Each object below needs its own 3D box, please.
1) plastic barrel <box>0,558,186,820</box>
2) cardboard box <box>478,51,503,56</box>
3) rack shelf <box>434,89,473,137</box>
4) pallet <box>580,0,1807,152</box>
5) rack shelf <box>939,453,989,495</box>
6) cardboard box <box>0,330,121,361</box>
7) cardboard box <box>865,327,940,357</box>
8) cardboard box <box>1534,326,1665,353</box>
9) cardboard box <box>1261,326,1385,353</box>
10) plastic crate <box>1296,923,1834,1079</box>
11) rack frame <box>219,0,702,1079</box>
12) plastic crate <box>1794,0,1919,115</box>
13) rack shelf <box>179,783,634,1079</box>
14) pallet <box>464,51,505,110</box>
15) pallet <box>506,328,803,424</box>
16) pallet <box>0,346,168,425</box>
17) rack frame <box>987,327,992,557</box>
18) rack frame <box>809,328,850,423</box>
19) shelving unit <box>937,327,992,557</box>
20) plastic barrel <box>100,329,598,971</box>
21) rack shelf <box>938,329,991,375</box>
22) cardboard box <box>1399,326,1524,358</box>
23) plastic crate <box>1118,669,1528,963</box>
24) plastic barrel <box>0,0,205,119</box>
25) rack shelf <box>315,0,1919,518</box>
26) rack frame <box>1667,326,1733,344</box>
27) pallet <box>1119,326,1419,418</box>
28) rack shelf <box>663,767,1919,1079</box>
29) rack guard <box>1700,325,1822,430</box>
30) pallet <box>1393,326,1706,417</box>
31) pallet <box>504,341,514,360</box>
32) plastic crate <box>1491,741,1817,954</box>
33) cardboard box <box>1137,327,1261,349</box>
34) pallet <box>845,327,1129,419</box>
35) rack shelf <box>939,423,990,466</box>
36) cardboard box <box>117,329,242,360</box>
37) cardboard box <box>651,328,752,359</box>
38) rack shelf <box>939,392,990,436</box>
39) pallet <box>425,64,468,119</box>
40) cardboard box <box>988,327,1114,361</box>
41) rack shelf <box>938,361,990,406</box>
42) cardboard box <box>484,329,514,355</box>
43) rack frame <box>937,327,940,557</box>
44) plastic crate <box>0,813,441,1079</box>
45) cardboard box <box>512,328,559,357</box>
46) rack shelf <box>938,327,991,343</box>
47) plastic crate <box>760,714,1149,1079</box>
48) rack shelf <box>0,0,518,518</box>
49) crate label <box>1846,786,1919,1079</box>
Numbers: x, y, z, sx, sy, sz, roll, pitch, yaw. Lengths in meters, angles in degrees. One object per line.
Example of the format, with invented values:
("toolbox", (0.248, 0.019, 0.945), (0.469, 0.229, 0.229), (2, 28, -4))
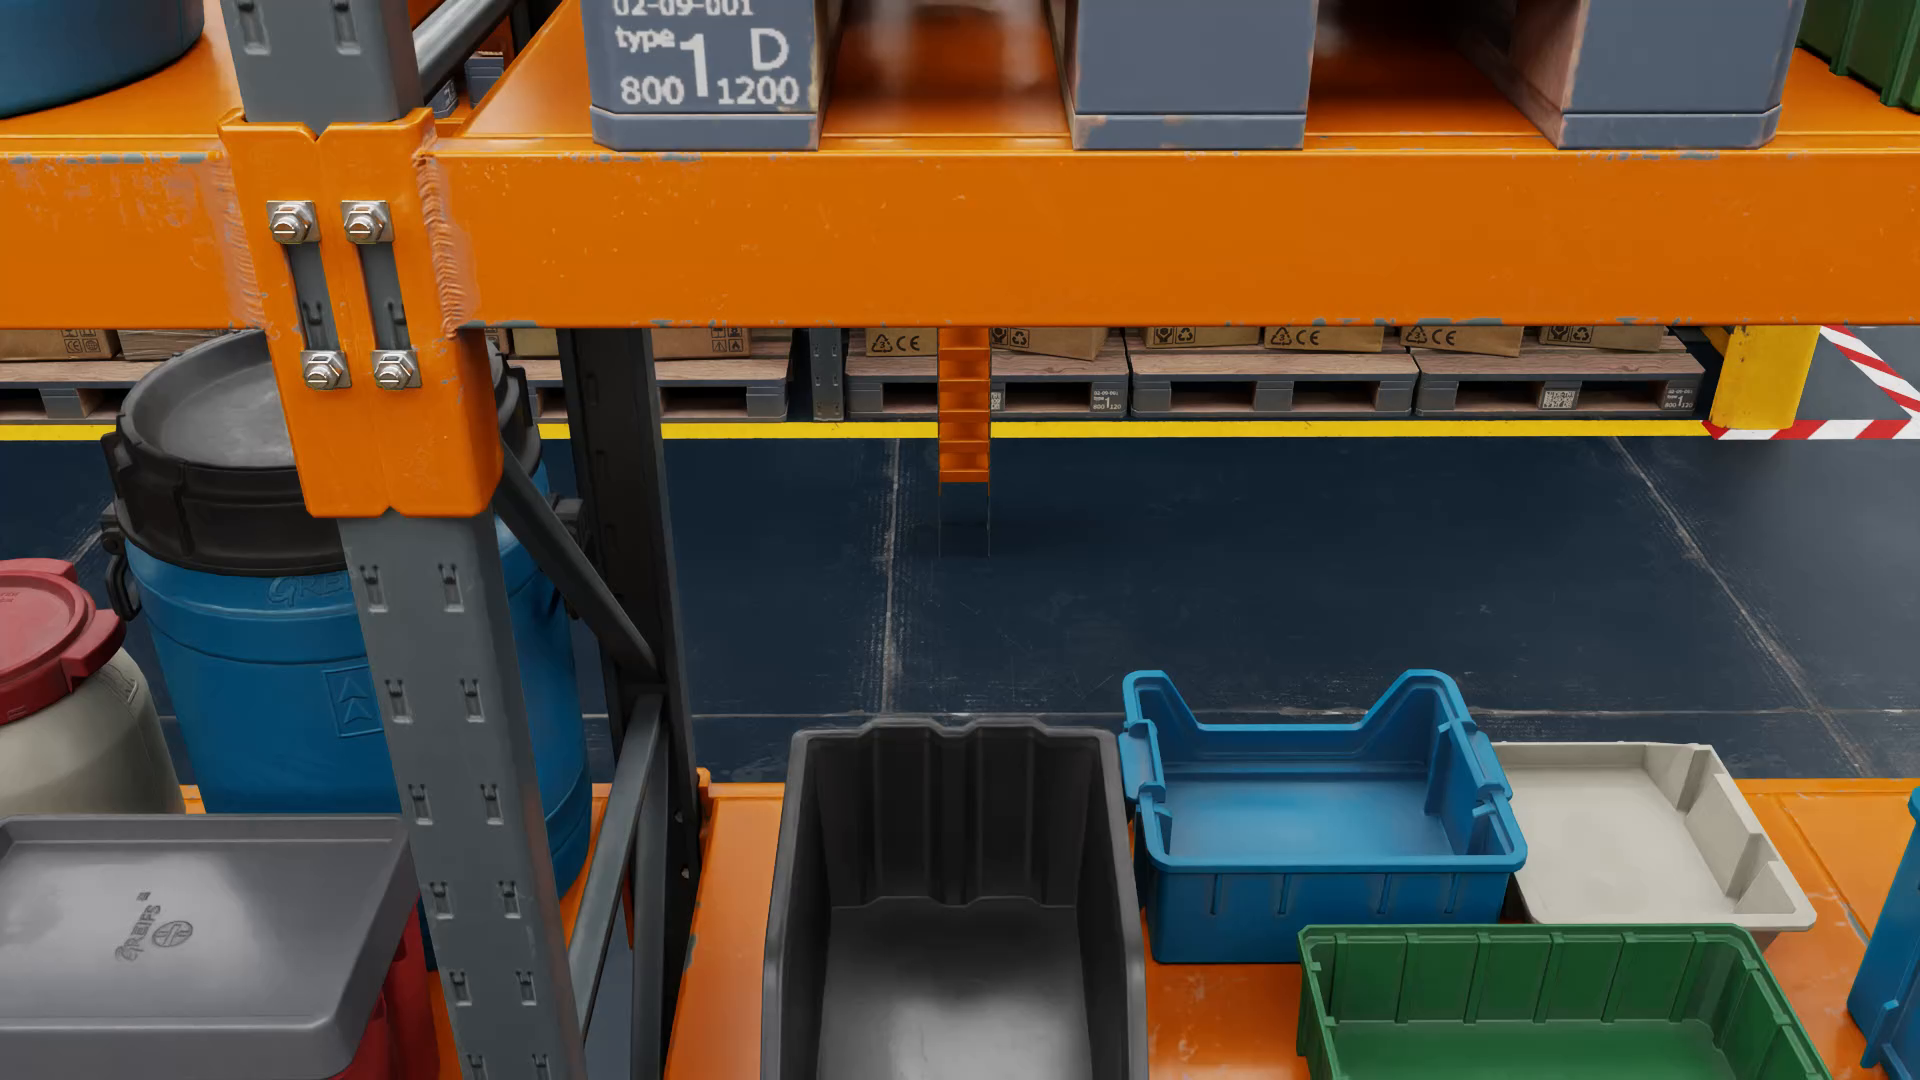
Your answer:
("plastic barrel", (-1.491, 0.361, 2.633), (0.433, 0.535, 0.433), (0, 31, 0))
("cardboard box", (-1.358, -2.546, 6.571), (1.000, 1.000, 1.000), (0, 31, 0))
("rack shelf", (-2.563, -1.726, 6.896), (4.000, 0.370, 1.077), (0, 31, 0))
("pallet", (0.188, -0.725, 1.844), (1.003, 0.211, 1.213), (0, 31, 0))
("rack shelf", (0.014, -0.270, 6.086), (0.180, 0.103, 0.258), (0, 31, 0))
("cardboard box", (-3.893, -1.159, 7.254), (0.500, 0.500, 0.700), (-2, 31, -3))
("cardboard box", (-0.162, -1.131, 7.227), (0.500, 0.500, 0.500), (-1, 31, -2))
("cardboard box", (2.813, -1.170, 7.291), (0.500, 0.500, 0.500), (5, 32, 9))
("cardboard box", (1.589, -1.158, 7.272), (0.500, 0.500, 0.500), (3, 31, 4))
("plastic crate", (0.826, 0.762, 2.306), (0.662, 0.188, 0.450), (0, 31, 0))
("rack frame", (-0.533, 0.528, 2.488), (0.053, 2.616, 0.949), (0, 31, 0))
("plastic crate", (1.047, -0.526, 1.538), (0.450, 0.188, 0.336), (0, 31, 0))
("rack shelf", (-2.533, 0.843, 2.662), (4.000, 0.370, 1.077), (0, 31, 0))
("pallet", (-1.328, -2.031, 6.890), (1.213, 0.211, 1.003), (0, 31, 0))
("pallet", (-1.341, -0.844, 7.438), (1.213, 0.211, 1.003), (0, 31, 0))
("pallet", (-3.781, -0.837, 7.425), (1.213, 0.211, 1.003), (0, 31, 0))
("rack frame", (0.106, -0.513, 5.939), (0.006, 1.200, 0.240), (0, 31, 0))
("rack frame", (-0.563, -2.040, 6.720), (0.127, 3.000, 1.000), (0, 31, 0))
("shelving unit", (0.014, -0.513, 5.939), (0.189, 1.200, 0.258), (0, 31, 0))
("plastic barrel", (-0.921, 0.159, 2.613), (0.708, 0.901, 0.600), (0, 31, 0))
("rack shelf", (0.014, -0.680, 5.837), (0.180, 0.103, 0.258), (0, 31, 0))
("cardboard box", (2.215, -1.150, 7.259), (0.500, 0.500, 0.500), (8, 32, 13))
("plastic crate", (0.572, 0.449, 2.762), (0.616, 0.251, 0.499), (0, 31, 0))
("plastic barrel", (-1.040, -0.853, 1.389), (0.708, 0.901, 0.600), (0, 31, 0))
("rack shelf", (1.467, -0.452, 1.904), (4.000, 0.370, 1.077), (0, 31, 0))
("rack frame", (3.437, -2.052, 6.741), (0.127, 3.000, 1.000), (0, 31, 0))
("pallet", (1.332, -0.873, 7.486), (1.213, 0.211, 1.003), (0, 31, 0))
("rack shelf", (1.467, 0.831, 2.682), (4.000, 0.370, 1.077), (0, 31, 0))
("rack guard", (3.361, -0.983, 7.389), (0.348, 0.500, 1.175), (0, 31, 0))
("pallet", (2.549, -0.876, 7.490), (1.213, 0.211, 1.003), (0, 31, 0))
("pallet", (-2.564, -0.839, 7.429), (1.213, 0.211, 1.003), (0, 31, 0))
("plastic crate", (1.090, 0.506, 2.779), (0.437, 0.136, 0.530), (0, 31, 0))
("cardboard box", (1.031, -1.179, 7.307), (0.500, 0.500, 0.500), (-3, 31, -5))
("pallet", (0.109, -0.868, 7.477), (1.213, 0.211, 1.003), (0, 31, 0))
("rack shelf", (0.014, -0.372, 6.024), (0.180, 0.103, 0.258), (0, 31, 0))
("cardboard box", (-3.338, -1.167, 7.268), (0.500, 0.500, 0.700), (-3, 31, -4))
("cardboard box", (-1.177, -1.168, 7.270), (0.500, 0.500, 0.700), (-2, 31, -4))
("rack shelf", (0.014, -0.475, 5.962), (0.180, 0.103, 0.258), (0, 31, 0))
("pallet", (-2.583, -1.973, 6.794), (1.213, 0.211, 1.003), (0, 31, 0))
("cardboard box", (0.410, -1.137, 7.237), (0.500, 0.500, 0.500), (10, 33, 15))
("rack shelf", (0.014, -0.578, 5.900), (0.180, 0.103, 0.258), (0, 31, 0))
("cardboard box", (-2.213, -1.175, 7.280), (0.500, 0.500, 0.700), (-3, 31, -5))
("rack frame", (-0.077, -0.513, 5.938), (0.006, 1.200, 0.240), (0, 31, 0))
("plastic crate", (-1.015, 0.662, 2.205), (0.583, 0.464, 0.402), (0, 31, 0))
("cardboard box", (-1.654, -1.177, 7.283), (0.500, 0.500, 0.700), (0, 31, -1))
("rack shelf", (0.014, -0.783, 5.775), (0.180, 0.103, 0.258), (0, 31, 0))
("plastic crate", (-0.008, 0.620, 2.396), (0.504, 0.338, 0.767), (0, 31, 0))
("rack shelf", (-2.533, -0.439, 1.884), (4.000, 0.370, 1.077), (0, 31, 0))
("crate label", (1.628, 0.648, 2.256), (0.616, 0.435, 0.502), (0, 31, 0))
